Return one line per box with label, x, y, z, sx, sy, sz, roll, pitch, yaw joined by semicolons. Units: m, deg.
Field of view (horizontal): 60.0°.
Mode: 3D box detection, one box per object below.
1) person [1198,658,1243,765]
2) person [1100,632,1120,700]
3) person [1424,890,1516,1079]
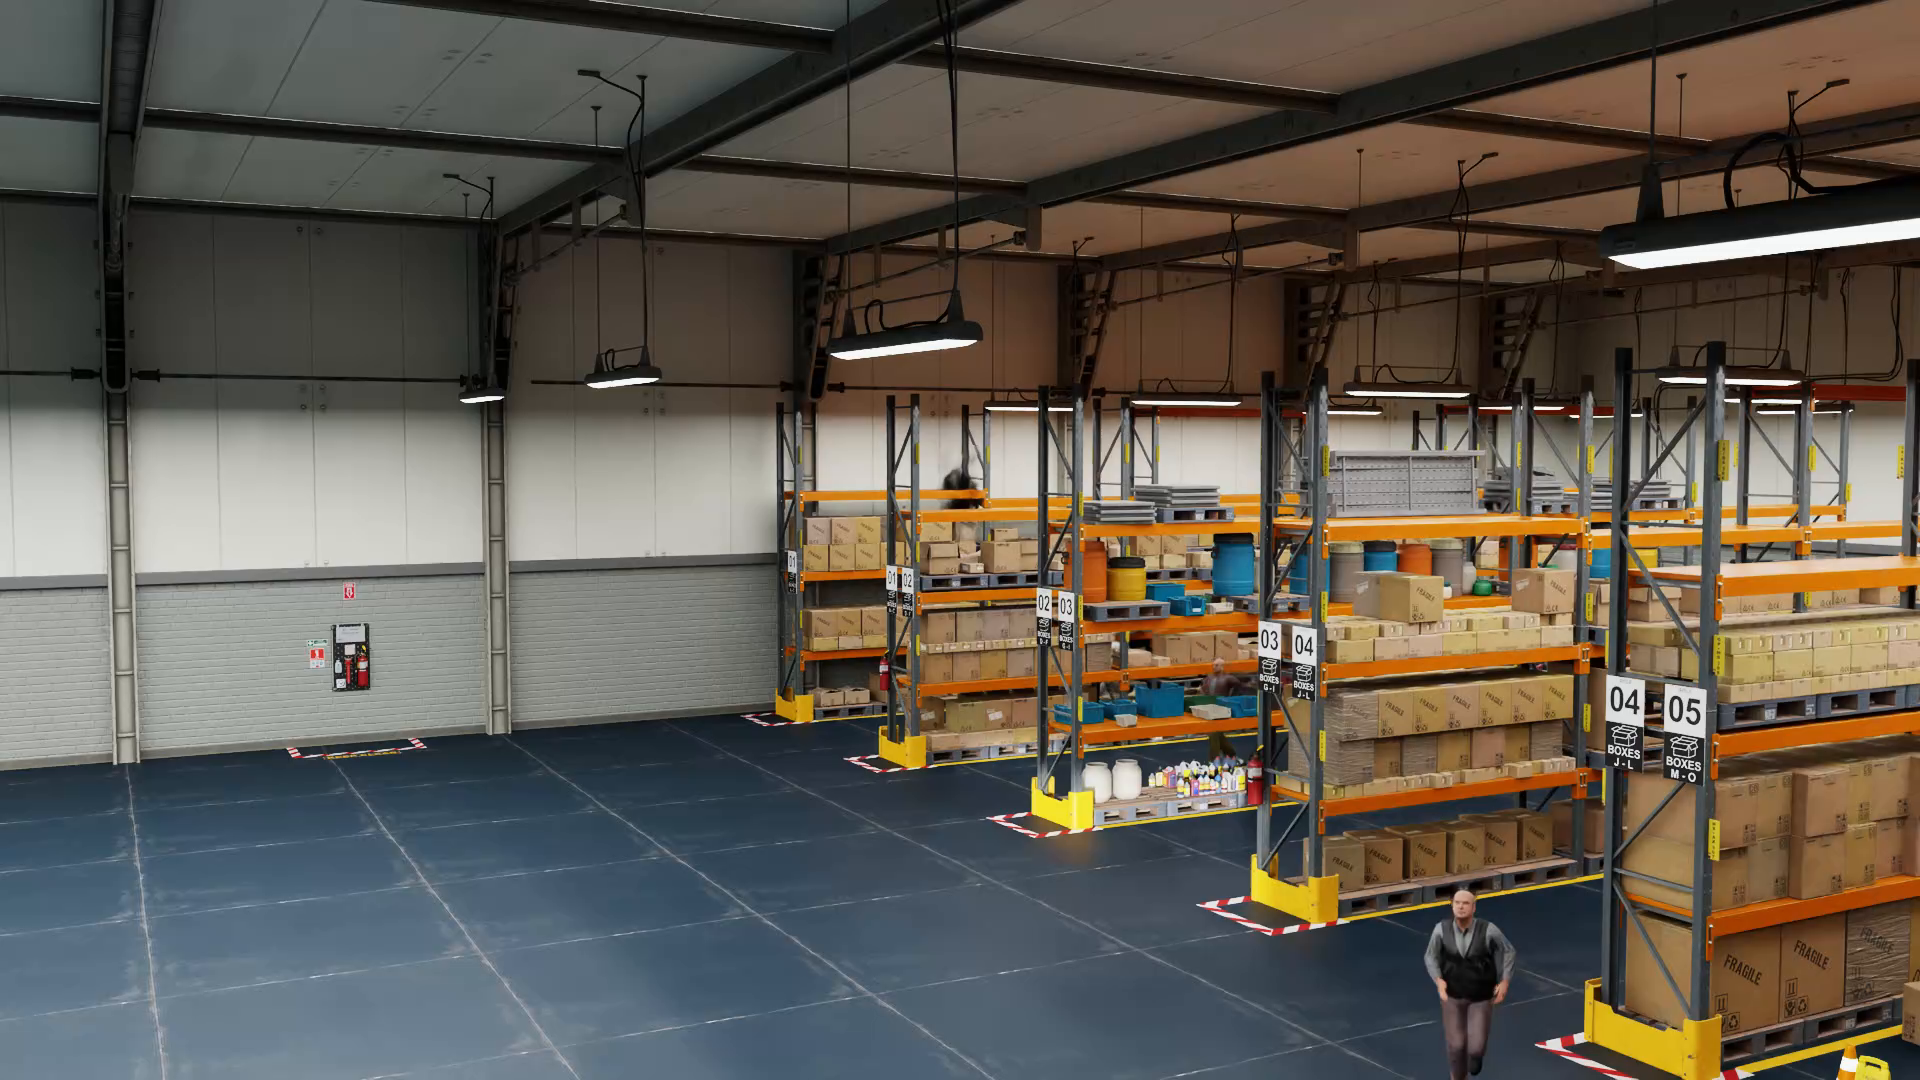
person;4.091;2.776;26.231;0.923;1.829;0.654;-2;4;-35
person;2.766;2.525;31.195;0.823;1.808;0.668;-2;4;-26
person;4.001;3.592;13.099;0.685;1.690;0.643;1;4;24
